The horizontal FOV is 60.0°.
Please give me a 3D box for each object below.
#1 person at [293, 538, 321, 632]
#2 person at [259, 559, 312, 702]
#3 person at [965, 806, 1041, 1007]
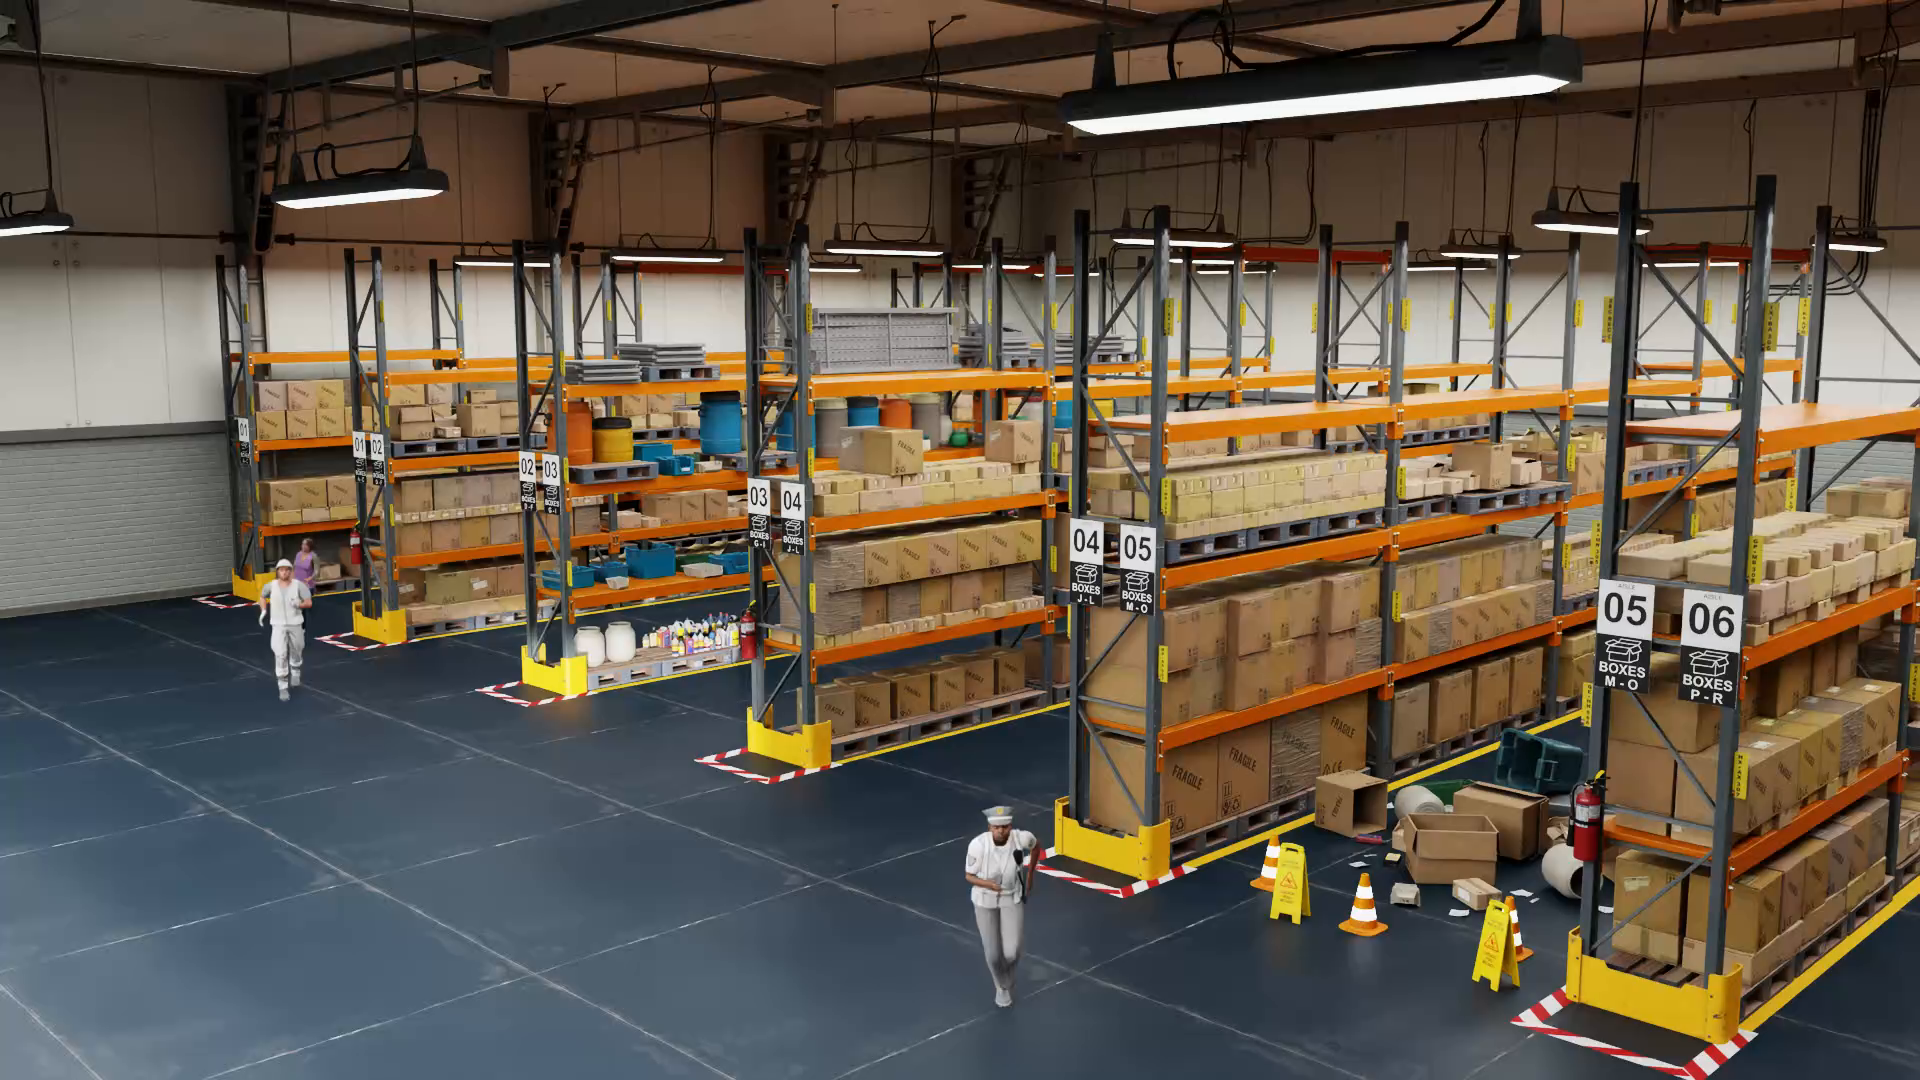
[{"bbox_3d":[-10.280,0.728,26.012,0.556,1.527,0.520,1,8,8],"label":"person"},{"bbox_3d":[-8.900,1.151,21.985,0.660,1.814,0.917,-3,9,-23],"label":"person"},{"bbox_3d":[0.316,2.666,12.099,0.552,1.622,0.728,0,8,1],"label":"person"}]
